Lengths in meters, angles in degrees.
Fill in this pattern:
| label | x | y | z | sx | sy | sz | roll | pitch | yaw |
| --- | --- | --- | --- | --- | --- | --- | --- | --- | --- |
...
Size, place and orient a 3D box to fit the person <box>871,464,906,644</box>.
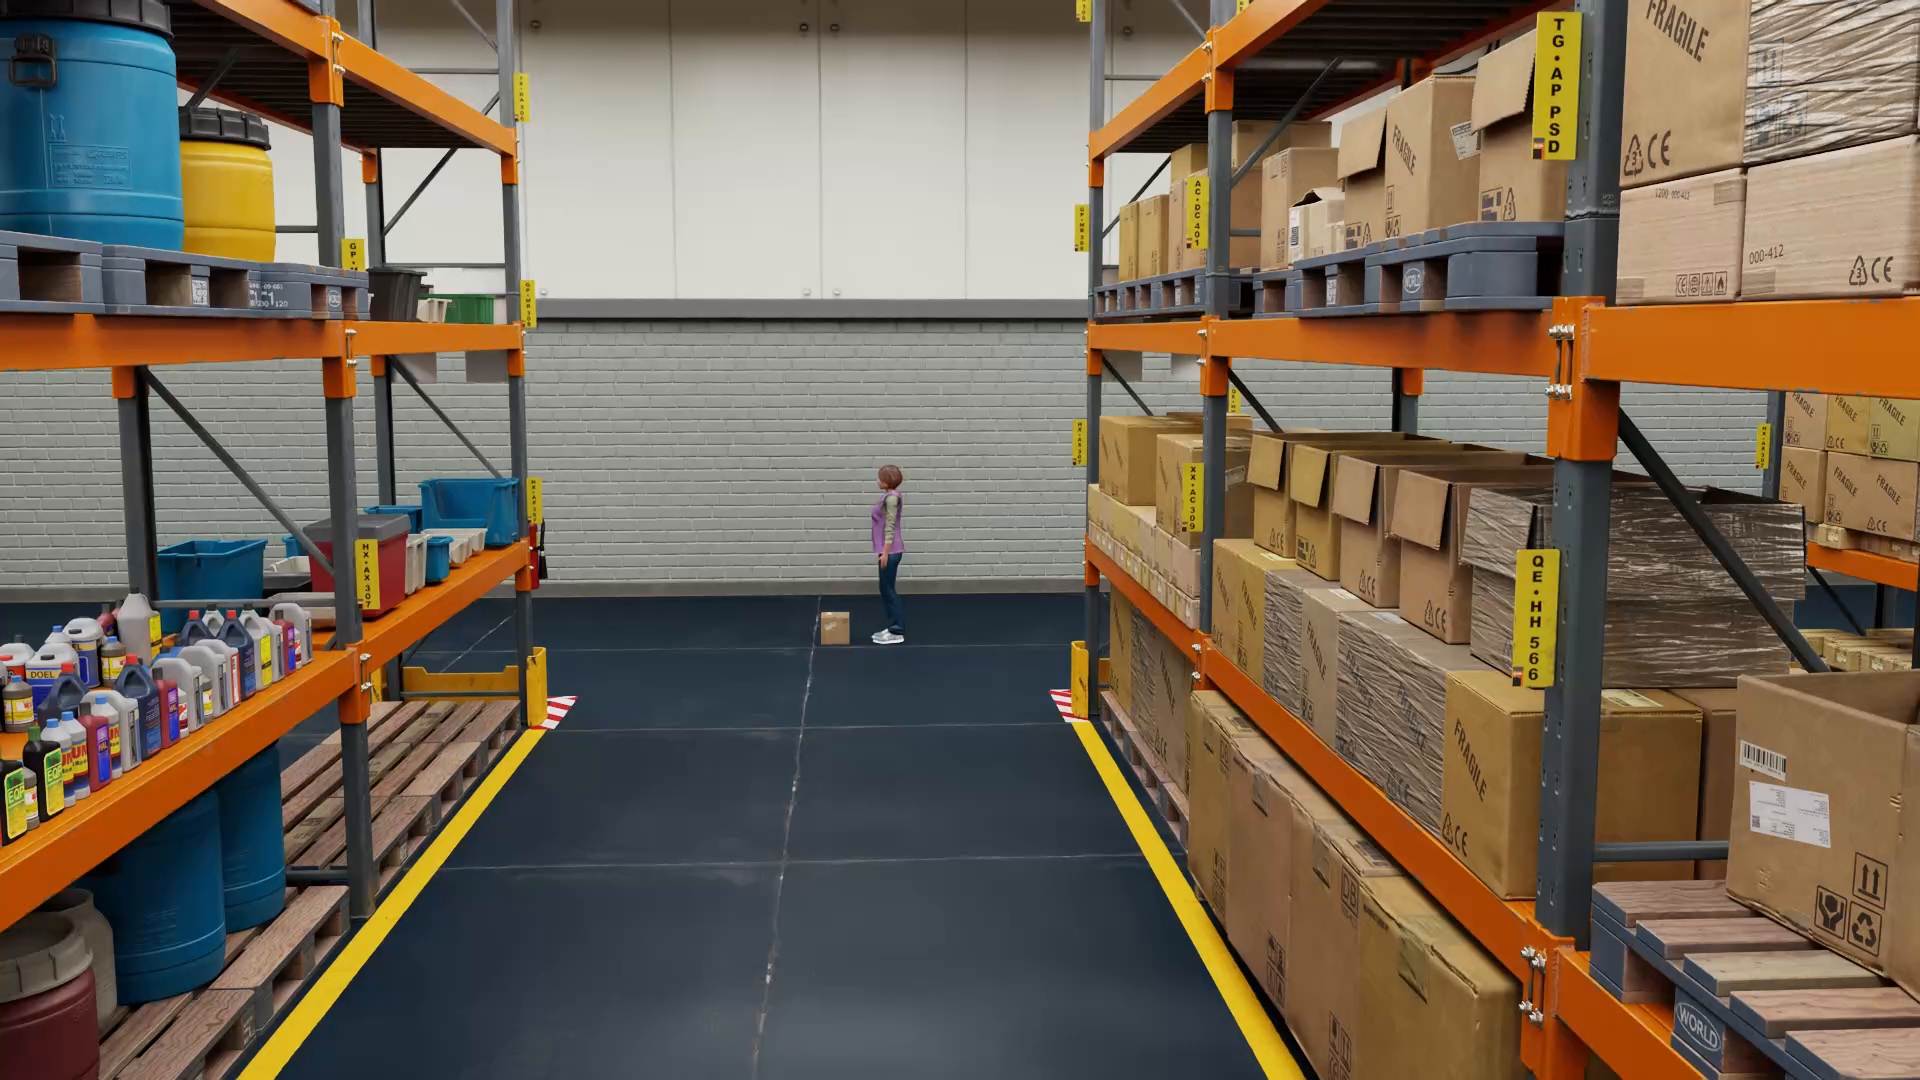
| label | x | y | z | sx | sy | sz | roll | pitch | yaw |
| --- | --- | --- | --- | --- | --- | --- | --- | --- | --- |
| person | -0.636 | 0.138 | 14.820 | 0.307 | 1.564 | 0.405 | 0 | 7 | -2 |
